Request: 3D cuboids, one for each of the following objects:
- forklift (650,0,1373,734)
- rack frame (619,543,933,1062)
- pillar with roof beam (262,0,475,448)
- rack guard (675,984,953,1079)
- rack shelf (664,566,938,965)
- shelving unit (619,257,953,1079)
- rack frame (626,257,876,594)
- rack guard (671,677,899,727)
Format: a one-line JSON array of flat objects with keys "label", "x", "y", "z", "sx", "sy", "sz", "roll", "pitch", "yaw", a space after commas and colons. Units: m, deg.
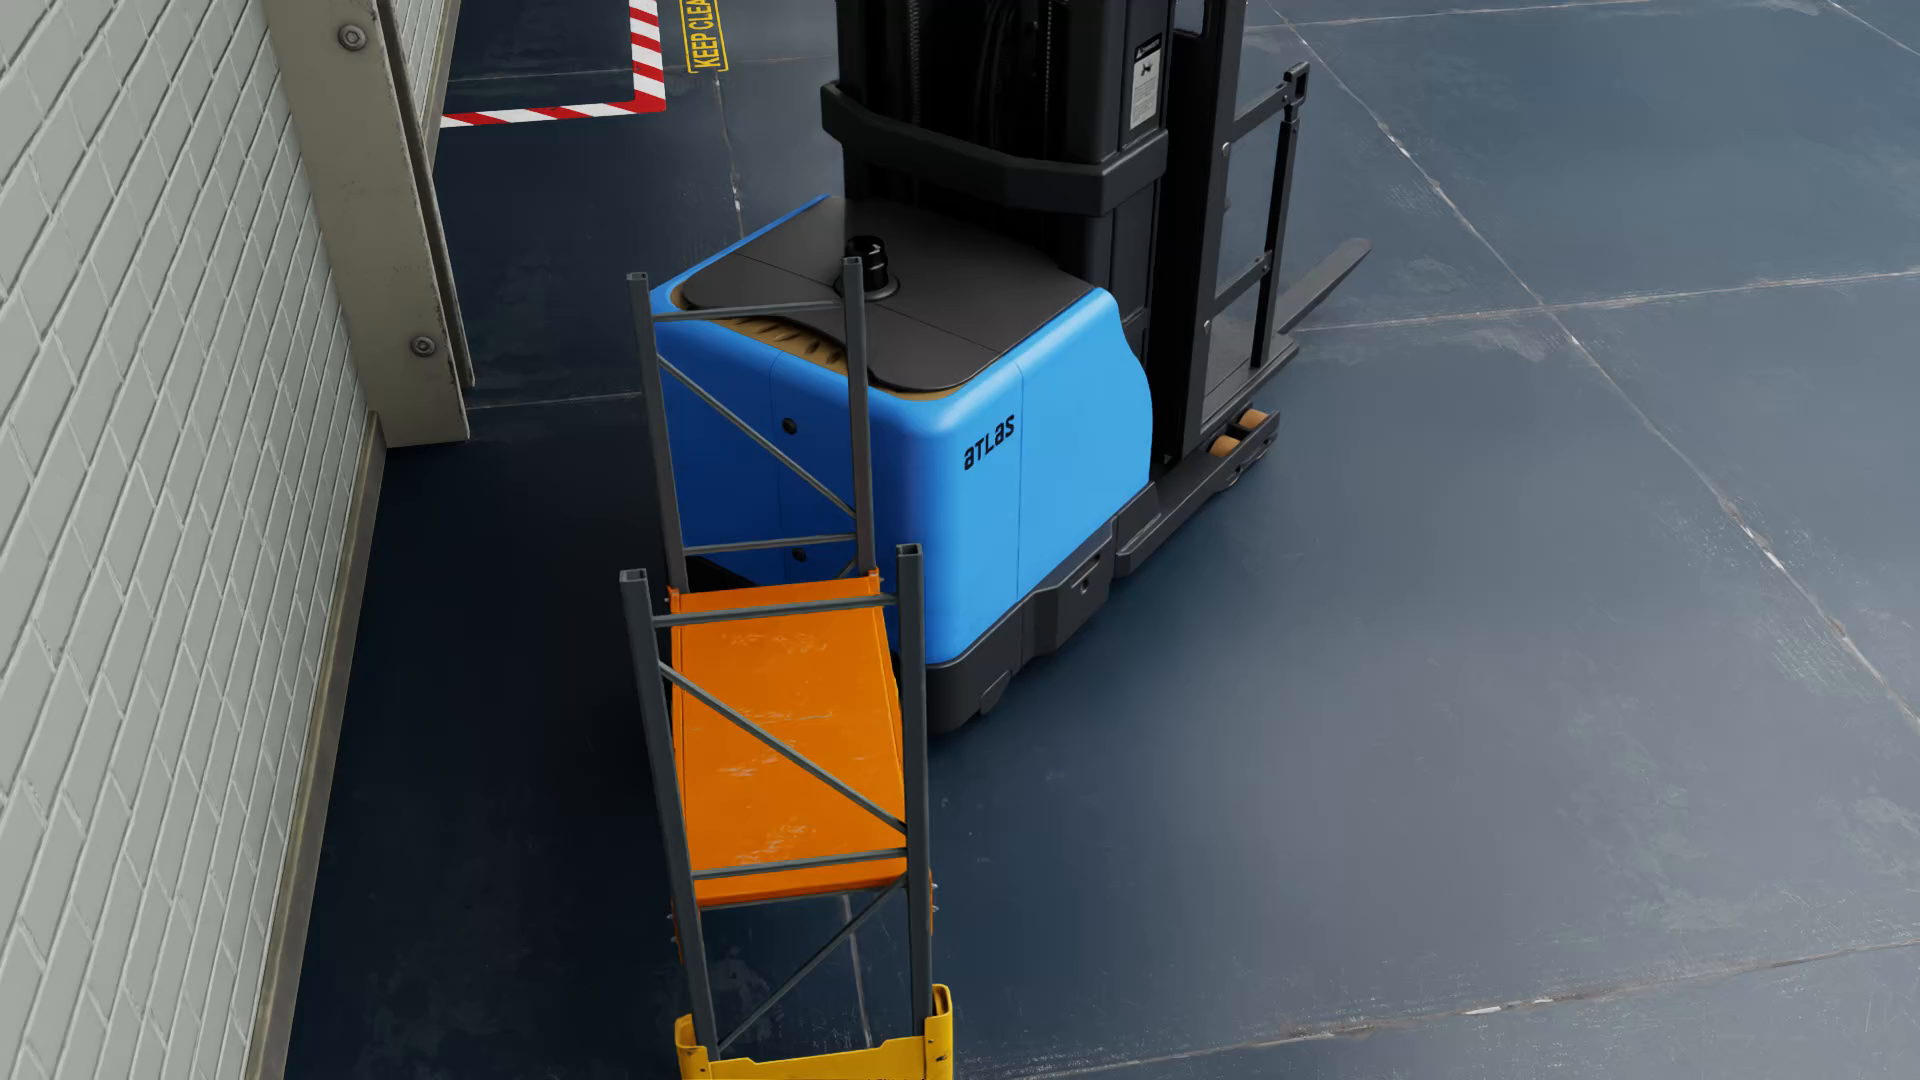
[{"label": "forklift", "x": 0.417, "y": -1.493, "z": 4.782, "sx": 1.130, "sy": 2.935, "sz": 3.031, "roll": 24, "pitch": 44, "yaw": 28}, {"label": "rack frame", "x": -0.309, "y": 0.629, "z": 3.216, "sx": 0.500, "sy": 1.500, "sz": 0.032, "roll": -5, "pitch": 38, "yaw": -6}, {"label": "pillar with roof beam", "x": 2.370, "y": -4.463, "z": 3.660, "sx": 9.100, "sy": 9.000, "sz": 0.400, "roll": -6, "pitch": 38, "yaw": -8}, {"label": "rack guard", "x": -0.310, "y": 1.111, "z": 3.615, "sx": 0.587, "sy": 0.250, "sz": 0.087, "roll": -5, "pitch": 38, "yaw": -6}, {"label": "rack shelf", "x": -0.382, "y": 0.462, "z": 3.724, "sx": 0.538, "sy": 0.185, "sz": 1.000, "roll": -5, "pitch": 38, "yaw": -6}, {"label": "shelving unit", "x": -0.384, "y": 0.315, "z": 3.621, "sx": 0.587, "sy": 1.500, "sz": 1.083, "roll": -5, "pitch": 38, "yaw": -6}, {"label": "rack frame", "x": -0.457, "y": 0.012, "z": 4.011, "sx": 0.500, "sy": 1.500, "sz": 0.032, "roll": -5, "pitch": 38, "yaw": -6}, {"label": "rack guard", "x": -0.455, "y": 0.506, "z": 4.393, "sx": 0.587, "sy": 0.250, "sz": 0.087, "roll": -5, "pitch": 38, "yaw": -6}]
